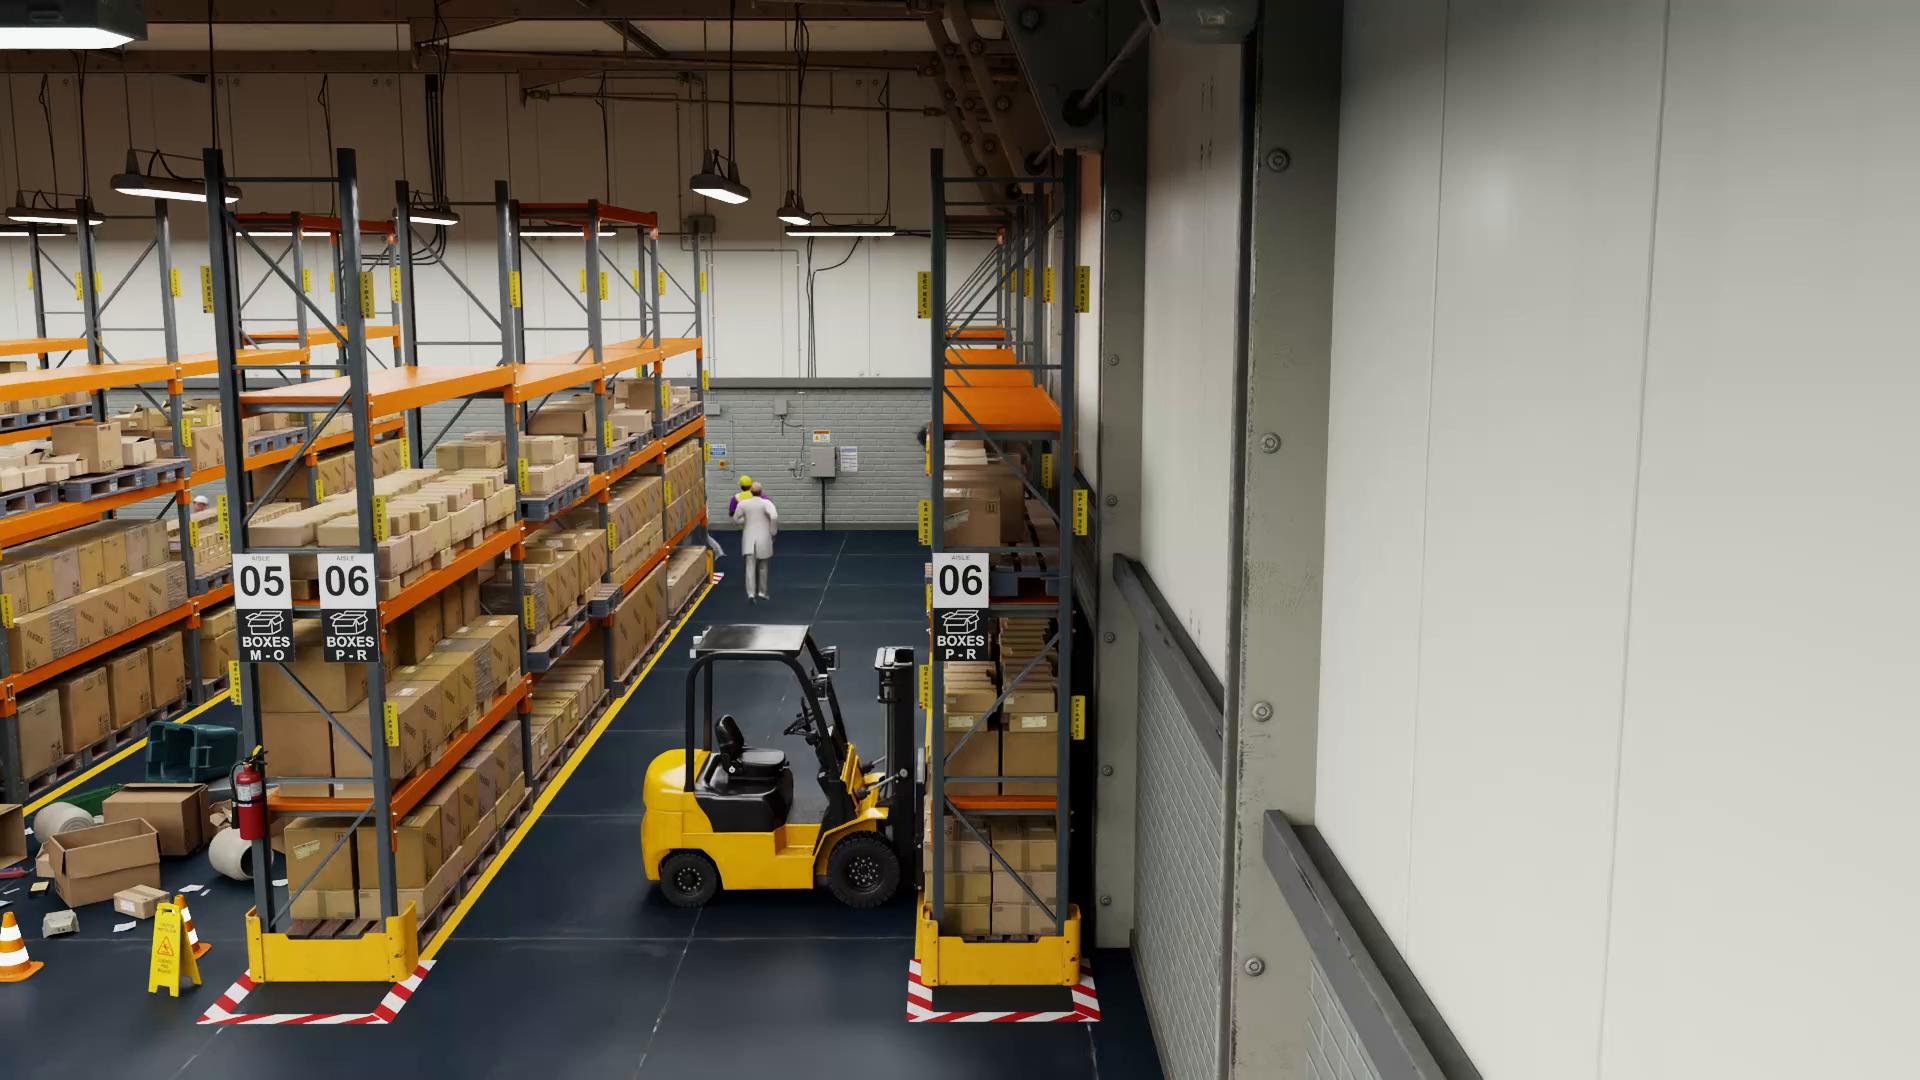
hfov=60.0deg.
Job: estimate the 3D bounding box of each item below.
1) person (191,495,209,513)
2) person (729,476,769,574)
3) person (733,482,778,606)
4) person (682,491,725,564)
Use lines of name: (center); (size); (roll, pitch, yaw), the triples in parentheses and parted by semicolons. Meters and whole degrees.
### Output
person: (-11.521, 0.195, 25.598); (0.648, 1.801, 0.872); (2, 9, 11)
person: (-3.575, -0.207, 28.280); (0.701, 1.776, 0.822); (-4, 10, -26)
person: (-3.021, 0.052, 24.682); (0.703, 1.824, 0.890); (0, 9, -1)
person: (-4.700, -0.400, 29.251); (0.930, 1.757, 0.728); (4, 10, 25)
